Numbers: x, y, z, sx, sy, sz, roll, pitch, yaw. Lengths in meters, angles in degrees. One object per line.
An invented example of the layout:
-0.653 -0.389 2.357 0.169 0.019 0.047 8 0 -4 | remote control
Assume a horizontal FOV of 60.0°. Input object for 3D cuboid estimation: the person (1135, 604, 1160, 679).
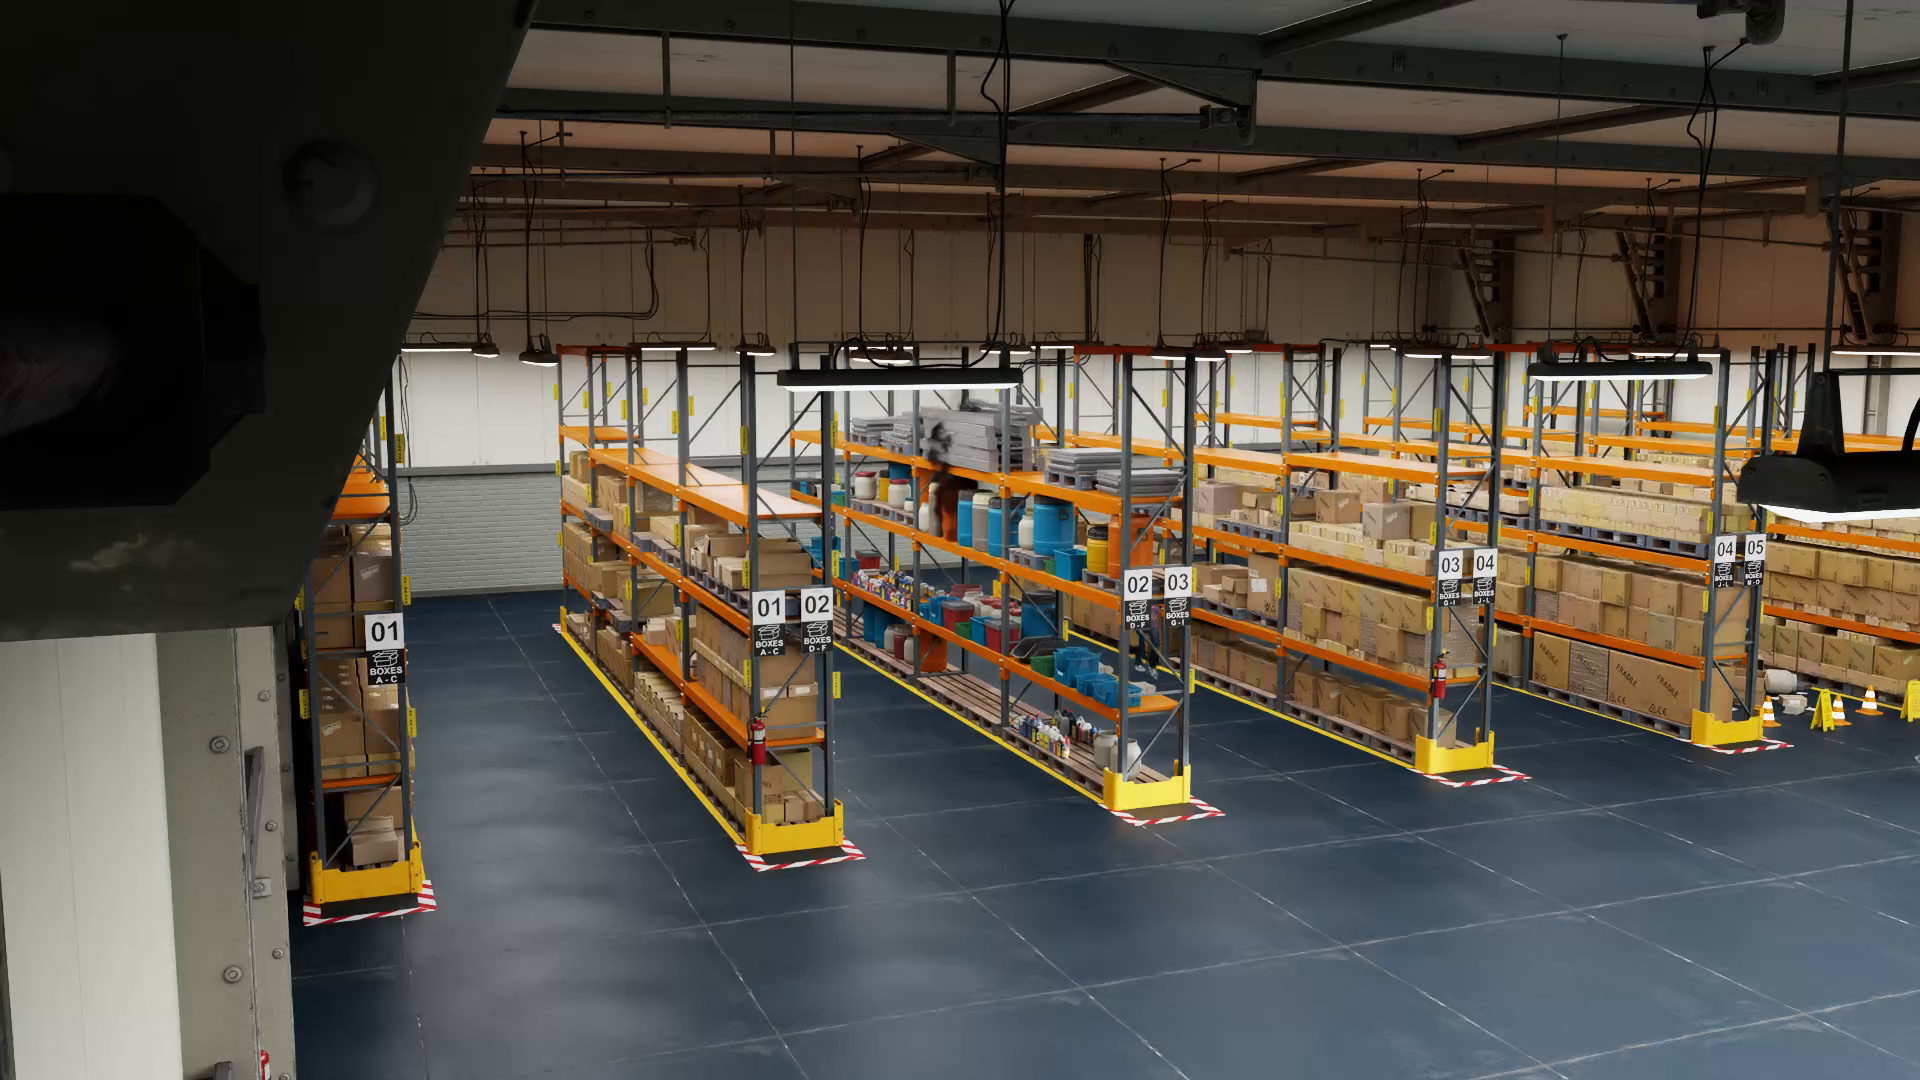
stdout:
3.304 1.588 29.050 0.490 1.673 0.699 -4 8 -27 | person
